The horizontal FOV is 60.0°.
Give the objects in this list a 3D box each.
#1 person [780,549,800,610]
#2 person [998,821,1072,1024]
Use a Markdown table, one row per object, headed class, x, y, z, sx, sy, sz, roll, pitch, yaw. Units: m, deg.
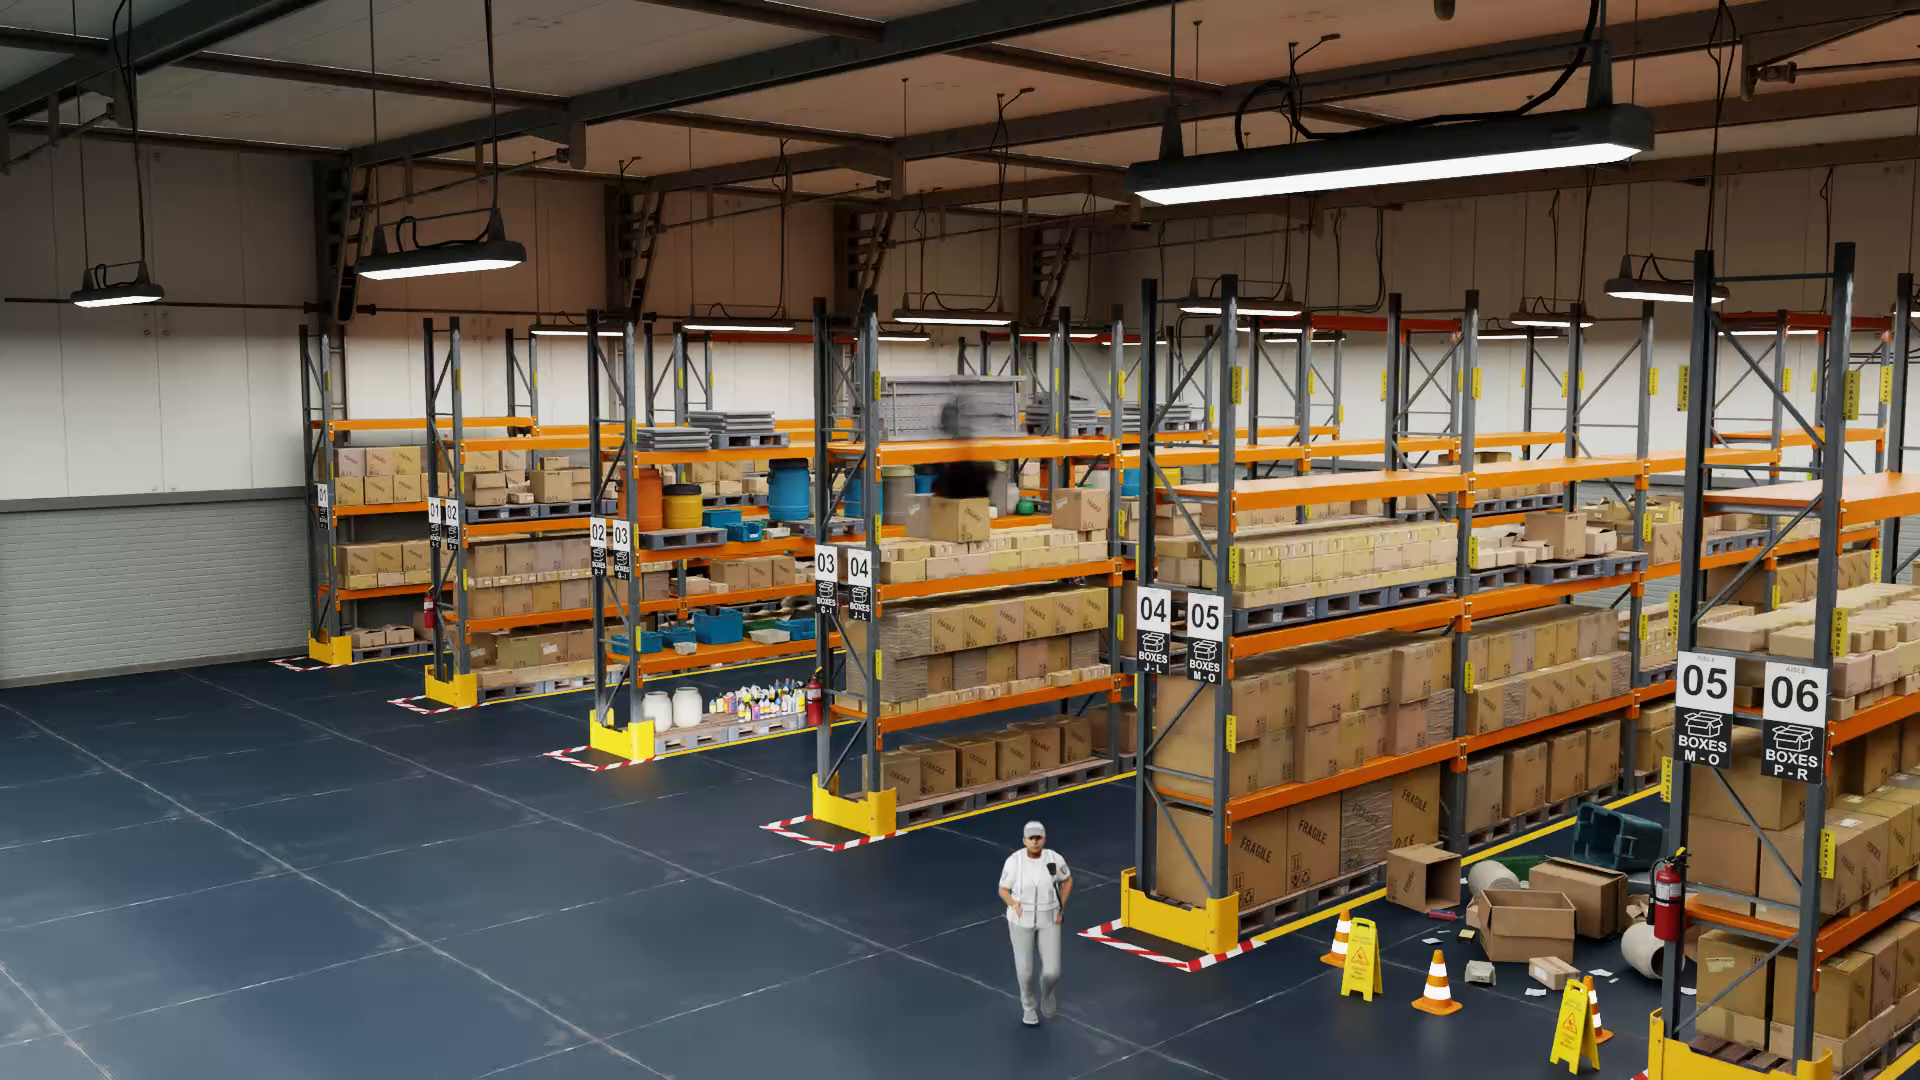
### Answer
| class | x | y | z | sx | sy | sz | roll | pitch | yaw |
| --- | --- | --- | --- | --- | --- | --- | --- | --- | --- |
| person | -3.346 | 1.007 | 32.528 | 0.769 | 1.738 | 0.687 | -5 | 7 | -39 |
| person | 0.602 | 3.032 | 13.099 | 0.595 | 1.623 | 0.545 | 0 | 6 | 0 |
